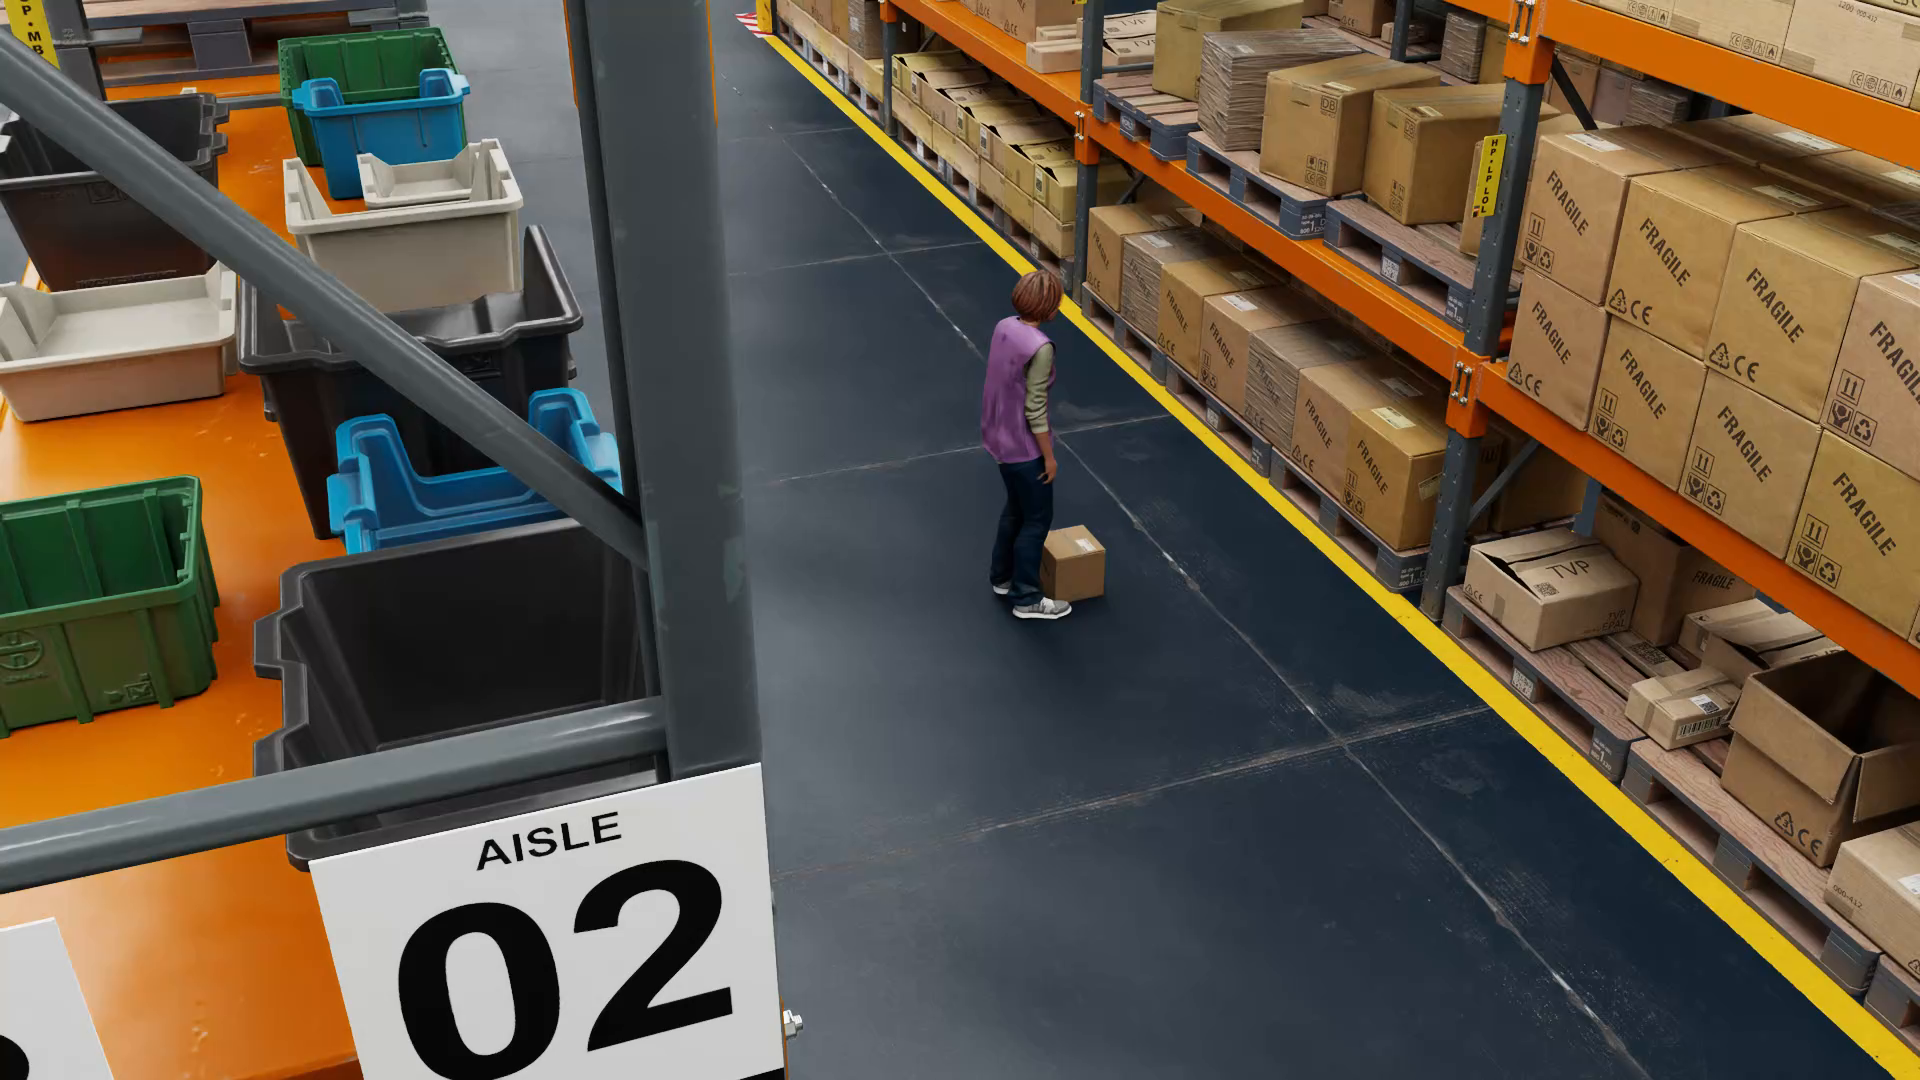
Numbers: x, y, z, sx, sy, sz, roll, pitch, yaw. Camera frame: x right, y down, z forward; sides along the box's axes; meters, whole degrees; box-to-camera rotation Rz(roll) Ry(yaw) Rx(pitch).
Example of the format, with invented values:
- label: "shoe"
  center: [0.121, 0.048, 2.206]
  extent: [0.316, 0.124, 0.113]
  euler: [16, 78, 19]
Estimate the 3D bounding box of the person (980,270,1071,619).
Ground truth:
- label: "person"
  center: [0.283, -0.417, 7.356]
  extent: [0.345, 1.592, 0.478]
  euler: [-12, 33, -20]
